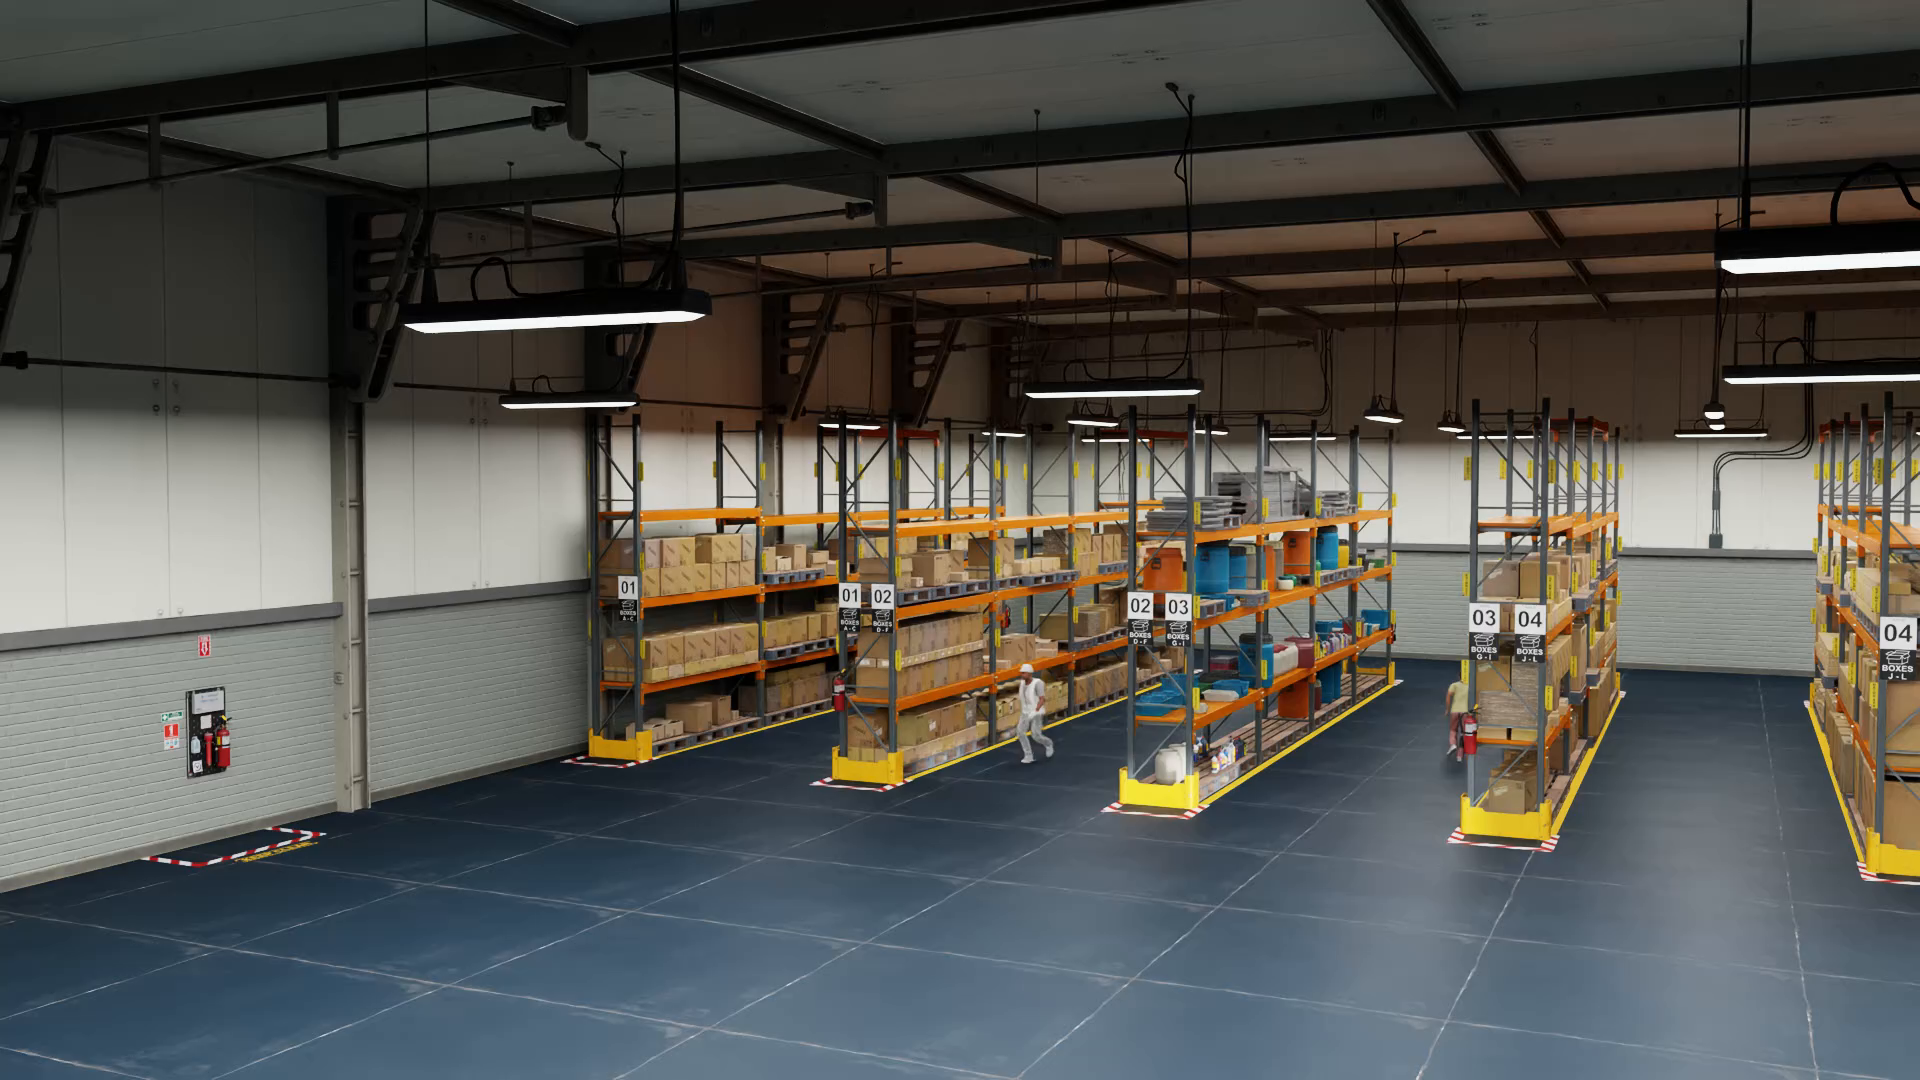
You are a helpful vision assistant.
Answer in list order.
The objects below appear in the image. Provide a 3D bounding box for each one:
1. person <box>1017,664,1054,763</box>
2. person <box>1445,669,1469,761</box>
[{"bbox_3d":[1.274,2.977,28.763,0.596,1.690,0.788,2,3,44],"label":"person"},{"bbox_3d":[8.729,3.037,28.936,0.530,1.561,0.707,1,3,26],"label":"person"}]
